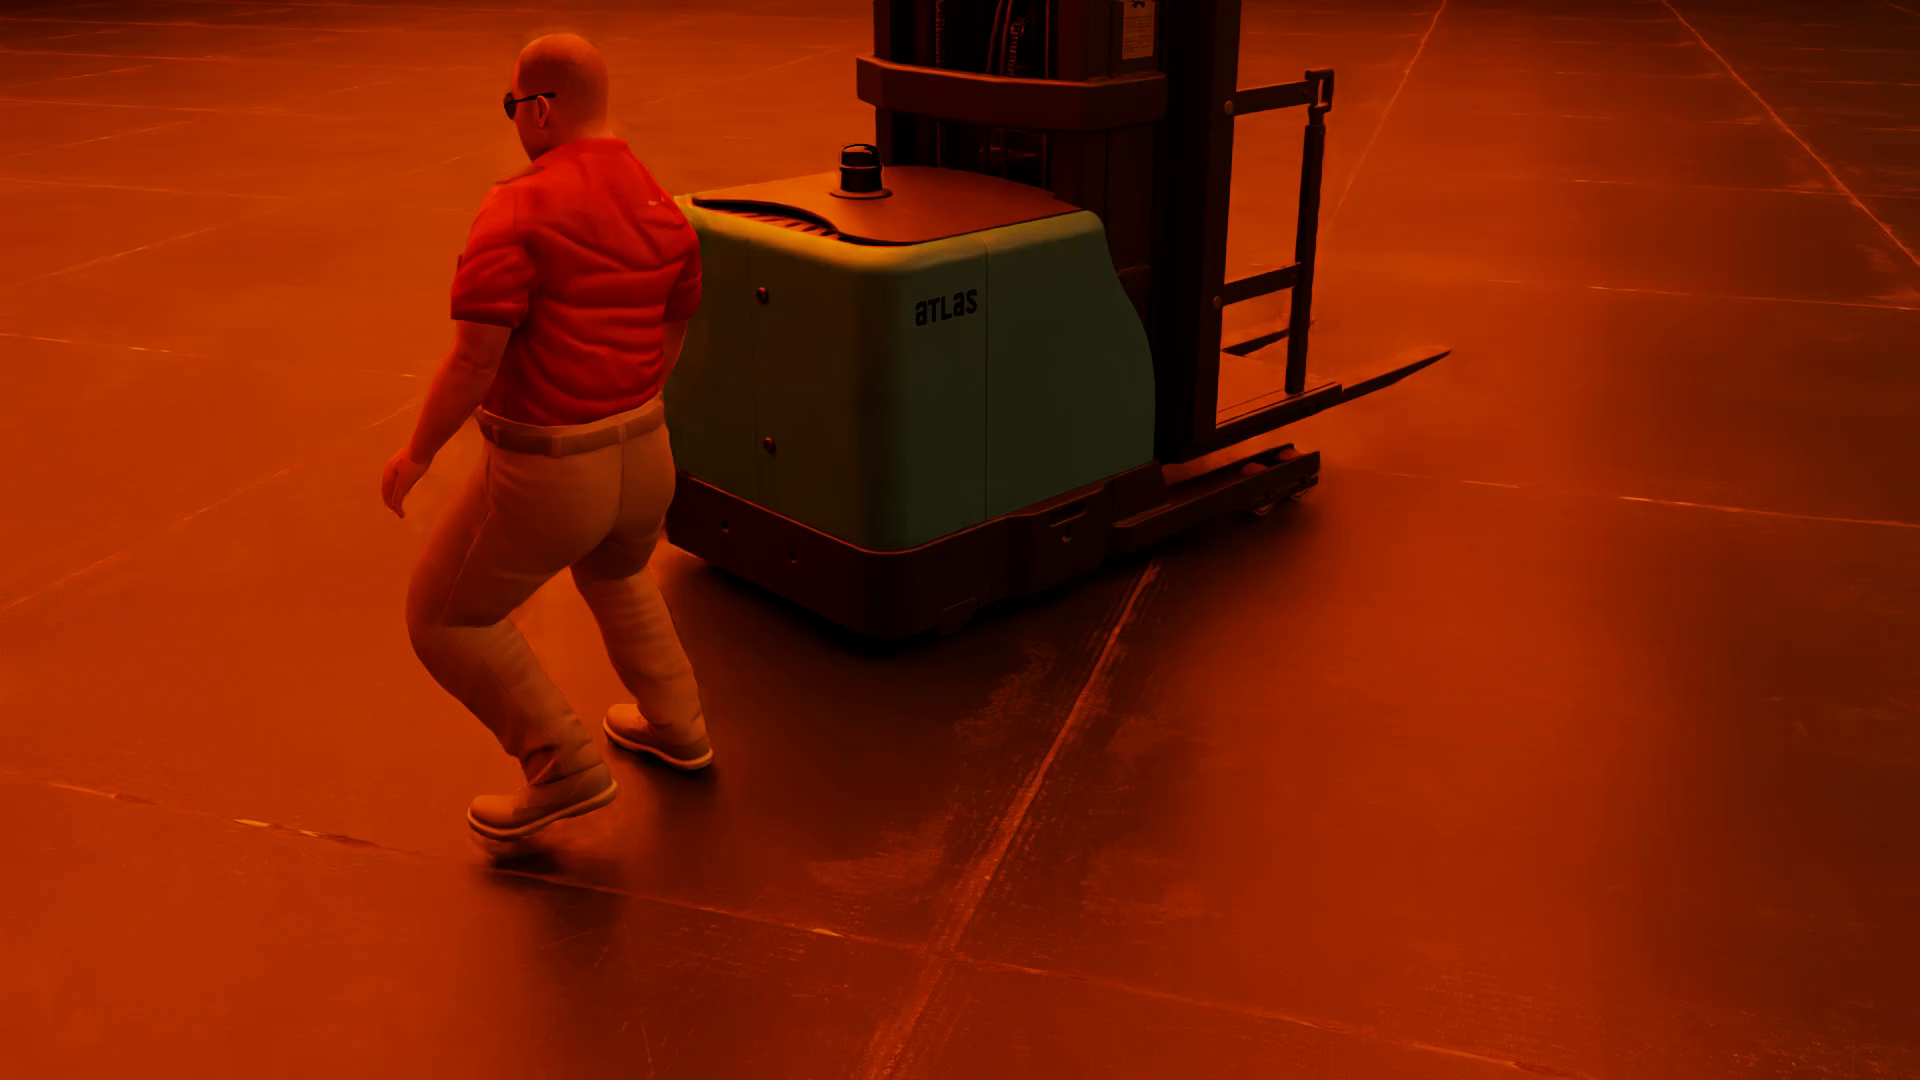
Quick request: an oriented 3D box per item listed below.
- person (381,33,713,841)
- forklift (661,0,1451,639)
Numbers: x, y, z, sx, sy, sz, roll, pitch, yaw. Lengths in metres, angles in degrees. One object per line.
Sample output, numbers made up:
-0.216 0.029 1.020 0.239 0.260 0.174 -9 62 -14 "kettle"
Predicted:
-0.813 -0.194 3.429 0.456 1.635 0.756 15 27 32 "person"
0.536 -1.560 5.058 3.031 2.935 1.130 -20 30 -40 "forklift"
